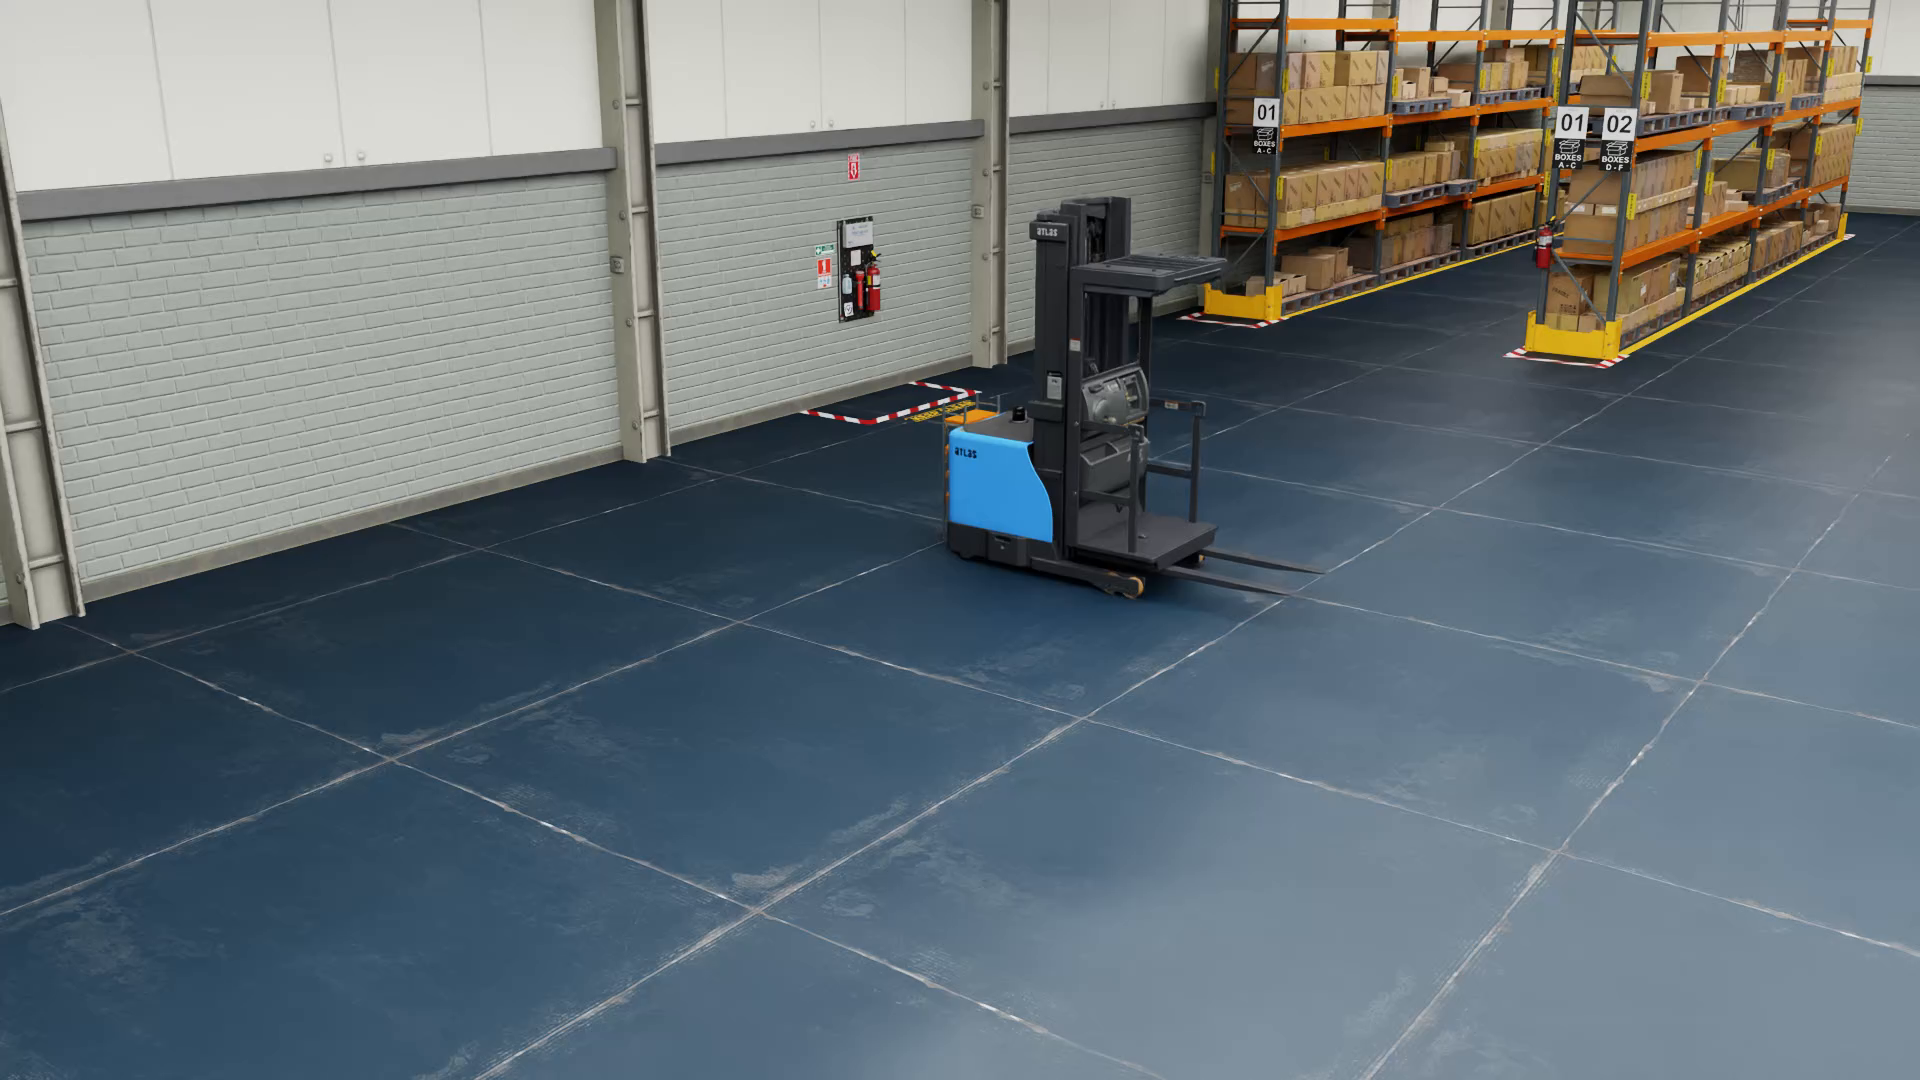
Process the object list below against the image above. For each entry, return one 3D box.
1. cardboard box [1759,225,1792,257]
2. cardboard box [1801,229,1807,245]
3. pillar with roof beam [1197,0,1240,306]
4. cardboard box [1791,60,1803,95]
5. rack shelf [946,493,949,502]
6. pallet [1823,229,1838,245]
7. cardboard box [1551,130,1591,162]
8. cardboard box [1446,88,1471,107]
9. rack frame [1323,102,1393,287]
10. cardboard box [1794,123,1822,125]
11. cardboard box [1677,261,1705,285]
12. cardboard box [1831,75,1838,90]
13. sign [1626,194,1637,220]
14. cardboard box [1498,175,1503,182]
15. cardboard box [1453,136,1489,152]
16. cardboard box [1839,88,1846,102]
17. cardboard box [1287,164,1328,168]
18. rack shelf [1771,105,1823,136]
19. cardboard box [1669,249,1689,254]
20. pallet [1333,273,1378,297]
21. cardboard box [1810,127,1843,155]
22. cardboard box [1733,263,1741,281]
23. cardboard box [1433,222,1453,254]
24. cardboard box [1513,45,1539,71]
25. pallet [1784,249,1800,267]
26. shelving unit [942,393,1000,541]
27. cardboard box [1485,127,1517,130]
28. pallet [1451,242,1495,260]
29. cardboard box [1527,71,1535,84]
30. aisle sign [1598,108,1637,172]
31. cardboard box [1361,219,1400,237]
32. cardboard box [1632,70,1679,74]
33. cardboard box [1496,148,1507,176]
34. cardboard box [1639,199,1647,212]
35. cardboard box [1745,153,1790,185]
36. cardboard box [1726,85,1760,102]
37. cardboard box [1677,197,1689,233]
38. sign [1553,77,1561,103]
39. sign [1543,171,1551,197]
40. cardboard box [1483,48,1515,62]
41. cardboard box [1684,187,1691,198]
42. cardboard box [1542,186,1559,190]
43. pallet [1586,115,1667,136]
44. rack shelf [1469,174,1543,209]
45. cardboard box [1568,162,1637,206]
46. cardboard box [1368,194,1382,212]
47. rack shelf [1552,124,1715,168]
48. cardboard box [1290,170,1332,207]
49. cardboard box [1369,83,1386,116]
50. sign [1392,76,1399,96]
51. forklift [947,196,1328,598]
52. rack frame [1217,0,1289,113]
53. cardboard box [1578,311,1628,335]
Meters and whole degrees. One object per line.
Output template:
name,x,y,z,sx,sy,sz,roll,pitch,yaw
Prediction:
cardboard box,14.695,-5.415,30.096,0.500,0.500,0.500,13,21,35
cardboard box,15.783,-5.790,31.623,0.500,0.311,0.500,12,21,35
pillar with roof beam,7.408,-7.243,22.393,9.100,9.000,0.400,12,21,35
cardboard box,14.620,-8.261,29.684,0.600,0.600,0.600,12,21,34
rack shelf,0.096,-0.359,14.273,0.258,0.148,0.480,12,21,34
pallet,17.223,-6.215,33.902,1.003,0.211,1.213,12,21,35
cardboard box,13.041,-8.474,35.969,0.980,0.700,0.700,12,21,34
cardboard box,8.783,-7.904,29.698,0.500,0.311,0.500,12,21,35
rack frame,6.612,-5.771,27.771,1.000,3.000,0.127,12,21,35
cardboard box,16.961,-8.095,33.400,0.500,0.500,0.500,13,21,35
cardboard box,11.038,-4.107,25.393,0.500,0.311,0.500,13,21,35
cardboard box,16.145,-8.593,31.210,0.500,0.250,0.500,12,21,35
sign,8.651,-4.296,21.427,0.100,0.325,0.005,12,21,35
cardboard box,10.282,-7.018,32.177,0.380,0.149,0.250,13,21,35
cardboard box,9.490,-7.351,30.889,0.500,0.250,0.500,13,22,36
cardboard box,16.743,-8.592,32.050,0.500,0.250,0.500,12,21,35
cardboard box,5.551,-5.752,26.664,0.500,0.500,0.500,13,22,36
rack shelf,14.167,-7.415,29.219,1.077,0.370,4.000,12,21,35
cardboard box,11.510,-4.562,26.858,0.500,0.311,0.500,12,21,34
pallet,6.240,-4.273,27.649,1.003,0.211,1.213,12,21,35
cardboard box,16.786,-7.759,32.316,0.500,0.500,0.500,13,22,36
cardboard box,12.554,-4.445,27.429,0.500,0.250,0.500,12,21,34
cardboard box,8.608,-5.560,30.562,0.700,0.500,0.500,13,21,35
cardboard box,11.607,-9.852,33.964,0.500,0.500,0.500,12,21,34
pallet,14.905,-5.270,30.859,1.003,0.211,1.213,12,21,35
shelving unit,0.096,-0.613,14.194,0.258,1.200,0.503,12,21,34
cardboard box,10.895,-8.171,33.529,0.500,0.250,0.500,13,22,36
pallet,9.525,-5.567,31.814,1.003,0.211,1.213,12,21,35
cardboard box,11.598,-9.490,34.065,0.500,0.250,0.500,13,21,35
aisle sign,8.416,-5.116,21.277,0.394,0.787,0.004,12,21,35
cardboard box,7.296,-5.430,28.879,0.500,0.250,0.500,12,21,34
cardboard box,10.080,-6.571,24.176,0.500,0.500,0.500,15,22,39
cardboard box,10.106,-7.235,31.780,0.500,0.500,0.500,12,21,34
cardboard box,9.073,-4.539,22.541,0.380,0.149,0.250,12,21,34
cardboard box,14.356,-6.619,29.624,0.700,0.500,0.500,7,19,21
cardboard box,12.750,-7.293,27.158,0.500,0.250,0.500,11,20,31
cardboard box,10.333,-4.838,24.596,0.700,0.500,0.500,12,21,33
sign,7.781,-5.861,21.642,0.100,0.325,0.005,12,21,35
sign,7.781,-4.710,22.000,0.100,0.325,0.005,12,21,35
cardboard box,10.432,-9.405,32.238,0.500,0.250,0.500,12,21,33
cardboard box,10.453,-5.093,24.325,0.380,0.149,0.250,12,21,34
cardboard box,12.737,-7.586,36.027,0.380,0.149,0.250,13,21,35
pallet,8.651,-5.498,21.983,1.003,0.211,1.213,12,21,35
rack shelf,10.187,-6.857,32.479,1.077,0.370,4.000,12,21,35
cardboard box,8.529,-4.733,22.071,0.700,0.500,0.500,13,21,35
cardboard box,6.573,-5.543,27.254,0.500,0.250,0.500,12,21,35
rack shelf,9.401,-5.510,23.083,1.077,0.370,4.000,12,21,35
cardboard box,5.369,-5.413,25.572,0.500,0.500,0.500,12,21,33
cardboard box,6.508,-7.097,26.778,0.500,0.500,0.500,13,22,36
sign,7.052,-7.357,26.947,0.100,0.325,0.005,12,21,35
forklift,1.390,-1.128,12.934,3.031,2.935,1.130,12,21,34
rack frame,4.228,-7.684,23.813,1.000,3.000,0.127,12,21,35
cardboard box,8.707,-2.920,22.517,0.500,0.250,0.500,12,21,35
